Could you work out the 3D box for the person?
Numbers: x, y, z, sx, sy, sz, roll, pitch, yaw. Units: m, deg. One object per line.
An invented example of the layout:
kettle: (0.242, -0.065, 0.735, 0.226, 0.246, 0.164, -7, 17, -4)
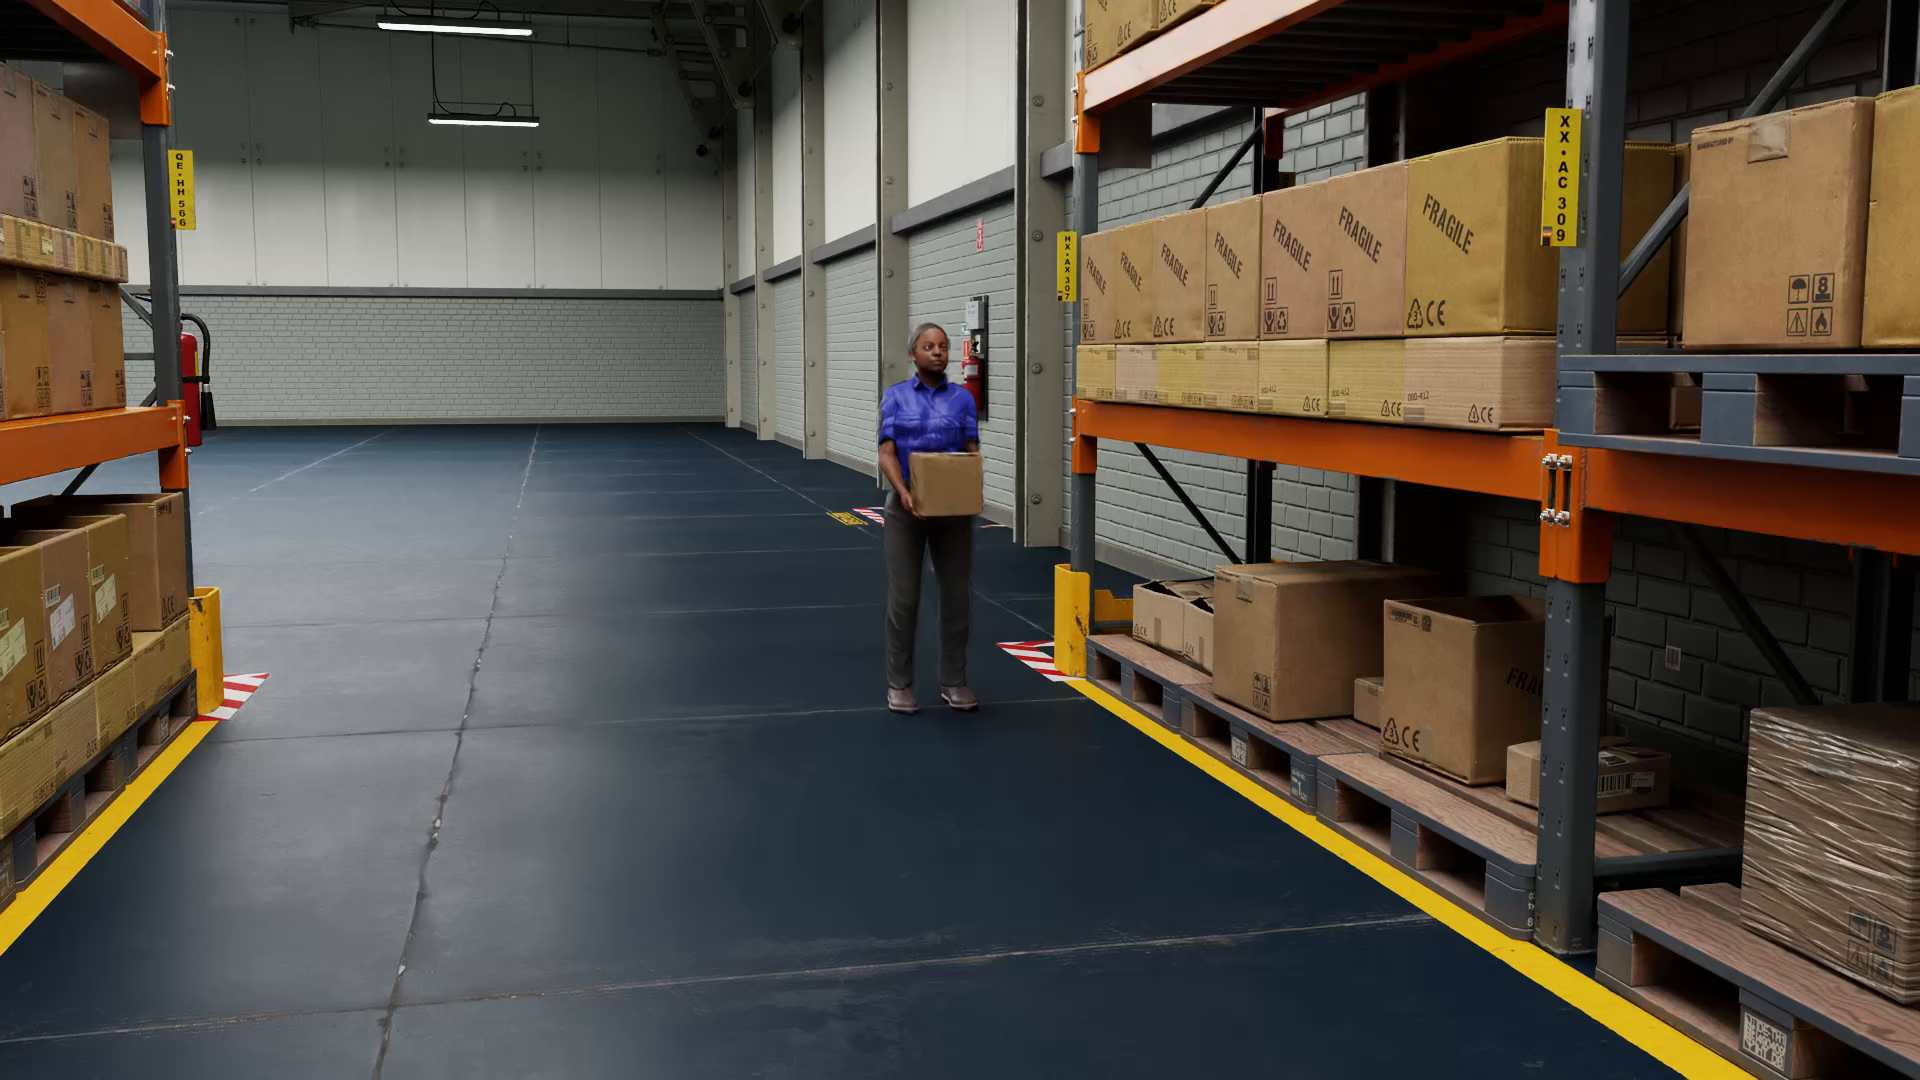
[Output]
person: (-0.113, -0.076, 7.045, 0.454, 1.624, 0.494, -1, 6, -12)
